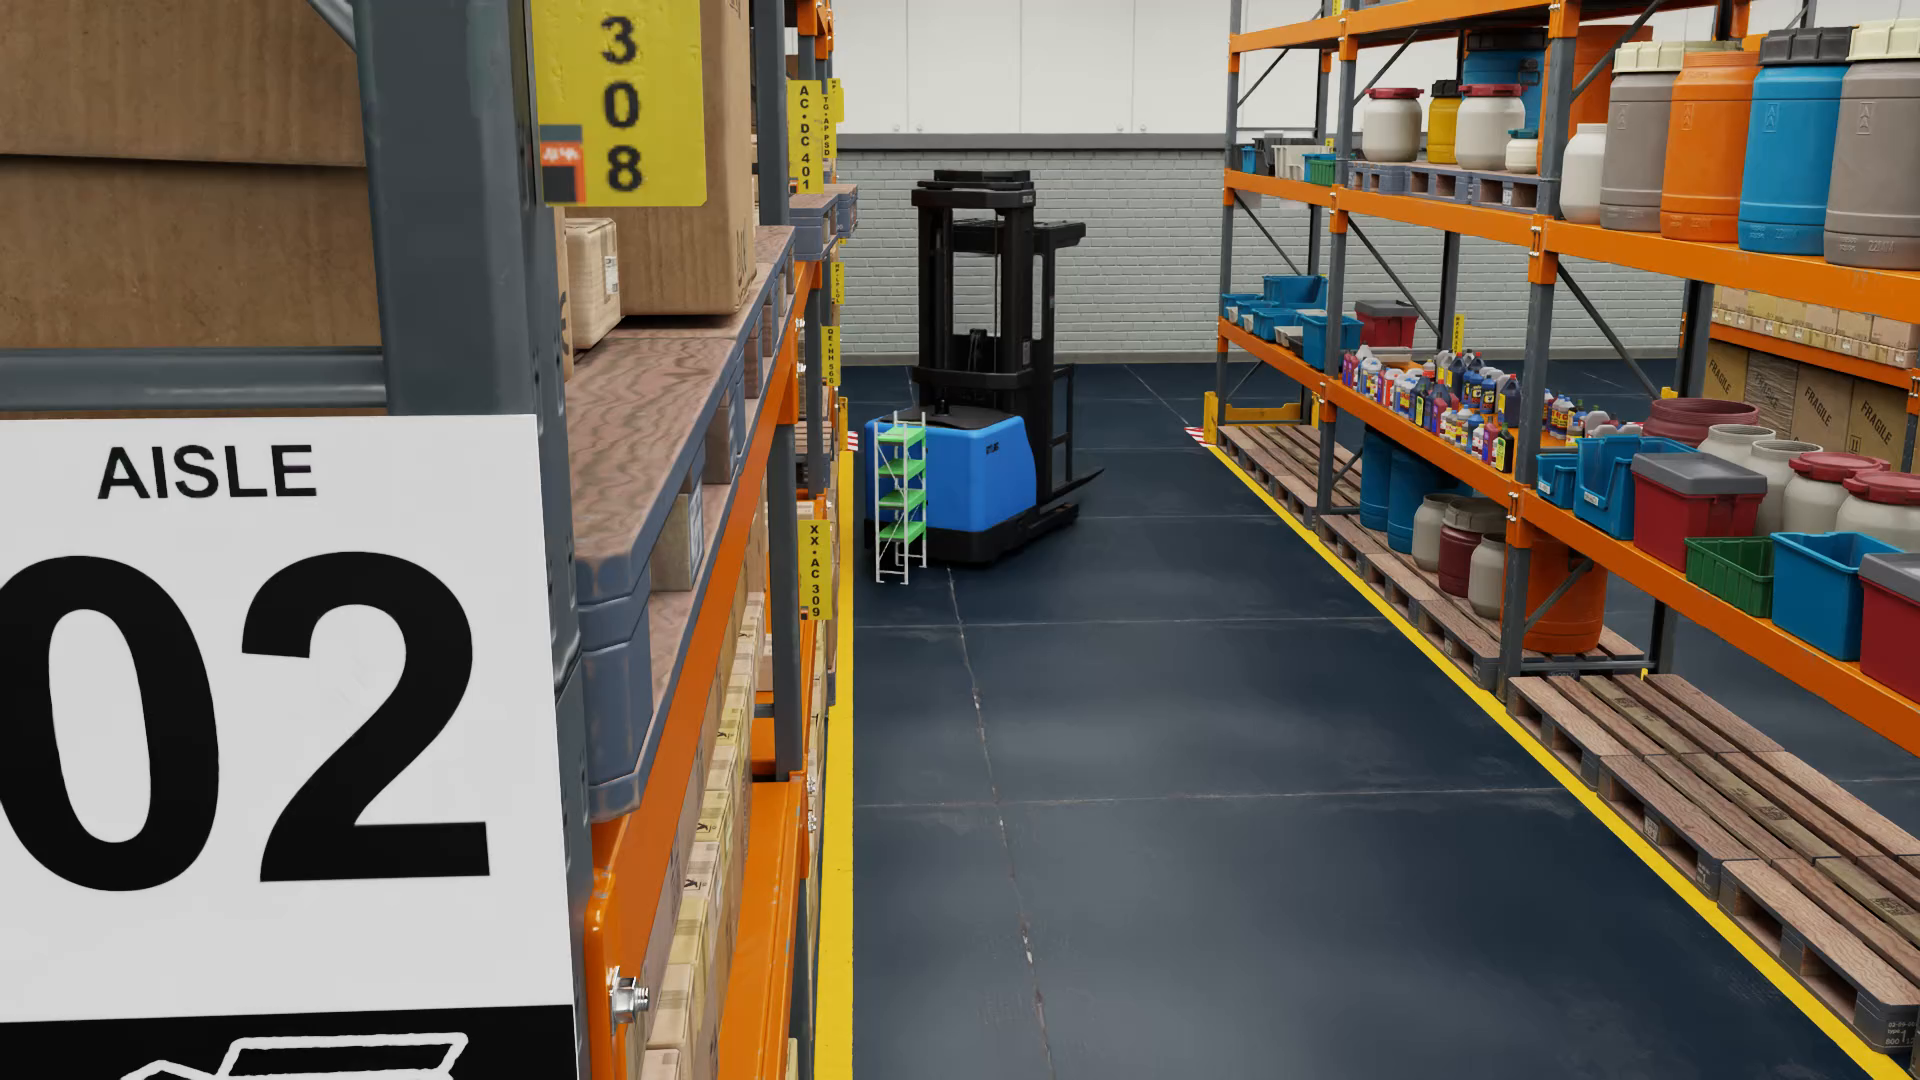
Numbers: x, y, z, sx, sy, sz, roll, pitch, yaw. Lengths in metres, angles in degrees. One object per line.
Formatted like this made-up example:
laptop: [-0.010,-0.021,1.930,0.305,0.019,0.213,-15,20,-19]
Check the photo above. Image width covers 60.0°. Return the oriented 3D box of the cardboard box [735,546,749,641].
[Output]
cardboard box: [-0.976,-0.005,4.721,0.700,0.500,0.500,-1,14,-3]

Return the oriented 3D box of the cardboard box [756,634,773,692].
cardboard box: [-0.861,0.460,6.224,0.380,0.149,0.250,-1,14,-3]

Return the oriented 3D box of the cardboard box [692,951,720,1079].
cardboard box: [-0.877,1.007,3.393,0.700,0.500,0.500,0,14,-2]

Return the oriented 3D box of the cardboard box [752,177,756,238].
cardboard box: [-0.662,-0.745,3.762,0.380,0.149,0.250,-1,14,-3]

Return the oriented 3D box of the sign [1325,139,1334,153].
sign: [3.739,-3.913,16.905,0.100,0.325,0.005,-1,14,-3]

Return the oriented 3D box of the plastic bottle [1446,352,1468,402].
plastic bottle: [3.690,-1.208,12.300,0.144,0.351,0.185,-1,14,-3]

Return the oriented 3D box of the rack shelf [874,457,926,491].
rack shelf: [-0.440,-0.492,12.323,0.258,0.148,0.480,4,15,14]

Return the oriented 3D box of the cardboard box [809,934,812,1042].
cardboard box: [-0.788,1.586,6.019,0.500,0.250,0.500,-1,14,-5]

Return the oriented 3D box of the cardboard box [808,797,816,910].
cardboard box: [-0.813,1.187,6.443,0.500,0.311,0.500,-1,14,-4]

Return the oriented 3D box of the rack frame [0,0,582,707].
rack frame: [-0.762,-1.349,0.710,1.000,3.000,0.127,-1,14,-3]

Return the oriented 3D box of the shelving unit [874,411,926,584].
shelving unit: [-0.440,-0.321,12.367,0.258,1.200,0.503,4,15,14]

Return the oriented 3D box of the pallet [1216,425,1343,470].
pallet: [3.203,-0.942,16.765,1.003,0.211,1.213,-1,14,-3]

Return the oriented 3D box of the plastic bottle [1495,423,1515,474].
plastic bottle: [3.235,-0.546,9.864,0.061,0.283,0.133,-1,14,-3]

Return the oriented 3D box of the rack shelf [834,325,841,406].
rack shelf: [-1.629,-1.577,15.080,1.077,0.370,4.000,-1,14,-3]

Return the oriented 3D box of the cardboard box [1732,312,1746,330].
cardboard box: [7.878,-2.167,16.435,0.380,0.149,0.250,-1,14,-4]

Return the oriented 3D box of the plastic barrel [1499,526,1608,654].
plastic barrel: [3.639,0.217,10.174,0.600,0.830,0.708,-1,14,-3]

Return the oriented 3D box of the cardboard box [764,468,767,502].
cardboard box: [-1.279,-0.299,8.847,0.500,0.311,0.500,0,14,0]

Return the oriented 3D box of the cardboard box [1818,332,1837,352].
cardboard box: [7.972,-1.785,14.949,0.380,0.149,0.250,-1,14,-2]

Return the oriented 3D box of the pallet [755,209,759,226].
pallet: [-1.078,-1.018,5.826,0.805,0.209,1.217,-1,15,-6]

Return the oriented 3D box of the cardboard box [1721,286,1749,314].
cardboard box: [7.933,-2.394,16.513,0.500,0.250,0.500,-1,14,-4]

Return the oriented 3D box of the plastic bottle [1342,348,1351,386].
plastic bottle: [3.035,-1.349,12.985,0.061,0.283,0.133,-1,14,-3]

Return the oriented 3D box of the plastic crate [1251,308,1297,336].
plastic crate: [2.959,-2.052,15.699,0.416,0.233,0.300,-1,14,-3]

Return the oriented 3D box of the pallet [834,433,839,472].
pallet: [-1.698,-0.855,16.427,1.003,0.211,1.213,-1,14,-3]

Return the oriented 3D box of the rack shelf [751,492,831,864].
rack shelf: [-1.134,0.413,7.347,1.077,0.370,4.000,-1,14,-3]

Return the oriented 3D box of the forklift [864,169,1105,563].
forklift: [0.356,-1.562,13.717,1.130,2.935,3.031,7,16,25]

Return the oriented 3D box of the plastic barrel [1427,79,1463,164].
plastic barrel: [3.698,-3.027,12.031,0.600,0.588,0.600,0,14,0]

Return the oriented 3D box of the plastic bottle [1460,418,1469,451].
plastic bottle: [3.214,-0.666,10.492,0.097,0.201,0.097,0,14,0]

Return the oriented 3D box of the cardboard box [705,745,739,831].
cardboard box: [-0.702,0.579,3.753,0.380,0.149,0.250,0,14,-2]

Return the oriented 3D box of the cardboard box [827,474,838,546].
cardboard box: [-1.167,-0.189,12.375,0.500,0.500,0.500,-1,14,-3]

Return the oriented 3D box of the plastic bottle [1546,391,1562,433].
plastic bottle: [3.956,-0.853,11.056,0.061,0.283,0.133,-1,14,-3]

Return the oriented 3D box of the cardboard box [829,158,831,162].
cardboard box: [-1.316,-3.057,13.670,0.500,0.250,0.500,-1,14,-3]

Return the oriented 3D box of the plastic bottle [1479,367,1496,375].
plastic bottle: [3.839,-1.134,12.164,0.152,0.276,0.135,-1,14,-3]

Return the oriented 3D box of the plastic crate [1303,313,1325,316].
plastic crate: [3.425,-2.127,16.184,0.396,0.136,0.243,-1,14,-3]

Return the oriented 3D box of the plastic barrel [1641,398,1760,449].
plastic barrel: [4.017,-0.464,9.037,0.600,0.536,0.708,-1,14,-3]

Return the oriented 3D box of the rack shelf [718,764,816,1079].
rack shelf: [-0.886,1.407,3.480,1.077,0.370,4.000,-1,14,-3]

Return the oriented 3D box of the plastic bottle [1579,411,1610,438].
plastic bottle: [3.953,-0.676,10.384,0.152,0.276,0.135,-1,14,-3]

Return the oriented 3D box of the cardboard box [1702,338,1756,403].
cardboard box: [8.254,-1.591,17.112,0.875,0.875,0.875,-1,14,-3]

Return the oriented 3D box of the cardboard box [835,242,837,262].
cardboard box: [-1.318,-2.338,14.388,0.500,0.500,0.500,-1,14,-5]

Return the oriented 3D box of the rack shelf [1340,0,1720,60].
rack shelf: [3.562,-3.369,10.809,1.077,0.370,4.000,-1,14,-3]

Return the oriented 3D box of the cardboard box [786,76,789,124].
cardboard box: [-1.484,-2.889,11.470,0.600,0.600,0.600,-1,14,-4]

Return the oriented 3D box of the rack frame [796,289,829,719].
rack frame: [-1.258,-0.433,9.190,1.000,3.000,0.127,-1,14,-3]

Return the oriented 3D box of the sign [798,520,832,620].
sign: [-0.456,0.095,5.241,0.100,0.325,0.005,-1,14,-3]

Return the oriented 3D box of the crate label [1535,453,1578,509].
crate label: [3.338,-0.317,9.075,0.303,0.233,0.416,-1,14,-3]

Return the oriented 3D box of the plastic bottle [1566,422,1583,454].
plastic bottle: [3.830,-0.634,10.368,0.097,0.201,0.097,0,14,0]

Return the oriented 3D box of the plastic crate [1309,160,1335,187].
plastic crate: [3.111,-2.954,13.394,0.450,0.188,0.662,-1,14,-3]

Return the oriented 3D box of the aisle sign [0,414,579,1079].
aisle sign: [-0.452,0.309,1.088,0.394,0.787,0.004,-1,14,-3]

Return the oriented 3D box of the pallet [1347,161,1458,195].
pallet: [3.585,-2.671,12.248,1.213,0.211,1.003,-1,14,-3]

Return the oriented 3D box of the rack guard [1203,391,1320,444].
rack guard: [3.176,-1.294,17.551,1.175,0.500,0.348,-1,14,-3]

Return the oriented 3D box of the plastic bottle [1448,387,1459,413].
plastic bottle: [3.297,-0.879,11.156,0.061,0.283,0.133,-1,14,-3]

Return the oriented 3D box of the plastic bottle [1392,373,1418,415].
plastic bottle: [3.159,-1.035,11.776,0.152,0.276,0.135,-1,14,-3]

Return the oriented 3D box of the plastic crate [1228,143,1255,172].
plastic crate: [2.936,-3.788,16.470,0.497,0.269,0.590,-1,14,-3]

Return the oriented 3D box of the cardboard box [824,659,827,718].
cardboard box: [-0.982,0.822,8.987,0.500,0.250,0.500,-1,14,-2]

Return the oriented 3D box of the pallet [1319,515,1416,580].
pallet: [3.445,0.039,12.949,1.003,0.211,1.213,-1,14,-3]

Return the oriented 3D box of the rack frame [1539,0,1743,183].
rack frame: [3.686,-3.414,8.736,1.000,3.000,0.127,-1,14,-3]

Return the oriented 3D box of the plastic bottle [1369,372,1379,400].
plastic bottle: [3.095,-1.142,12.343,0.097,0.201,0.097,0,14,0]
